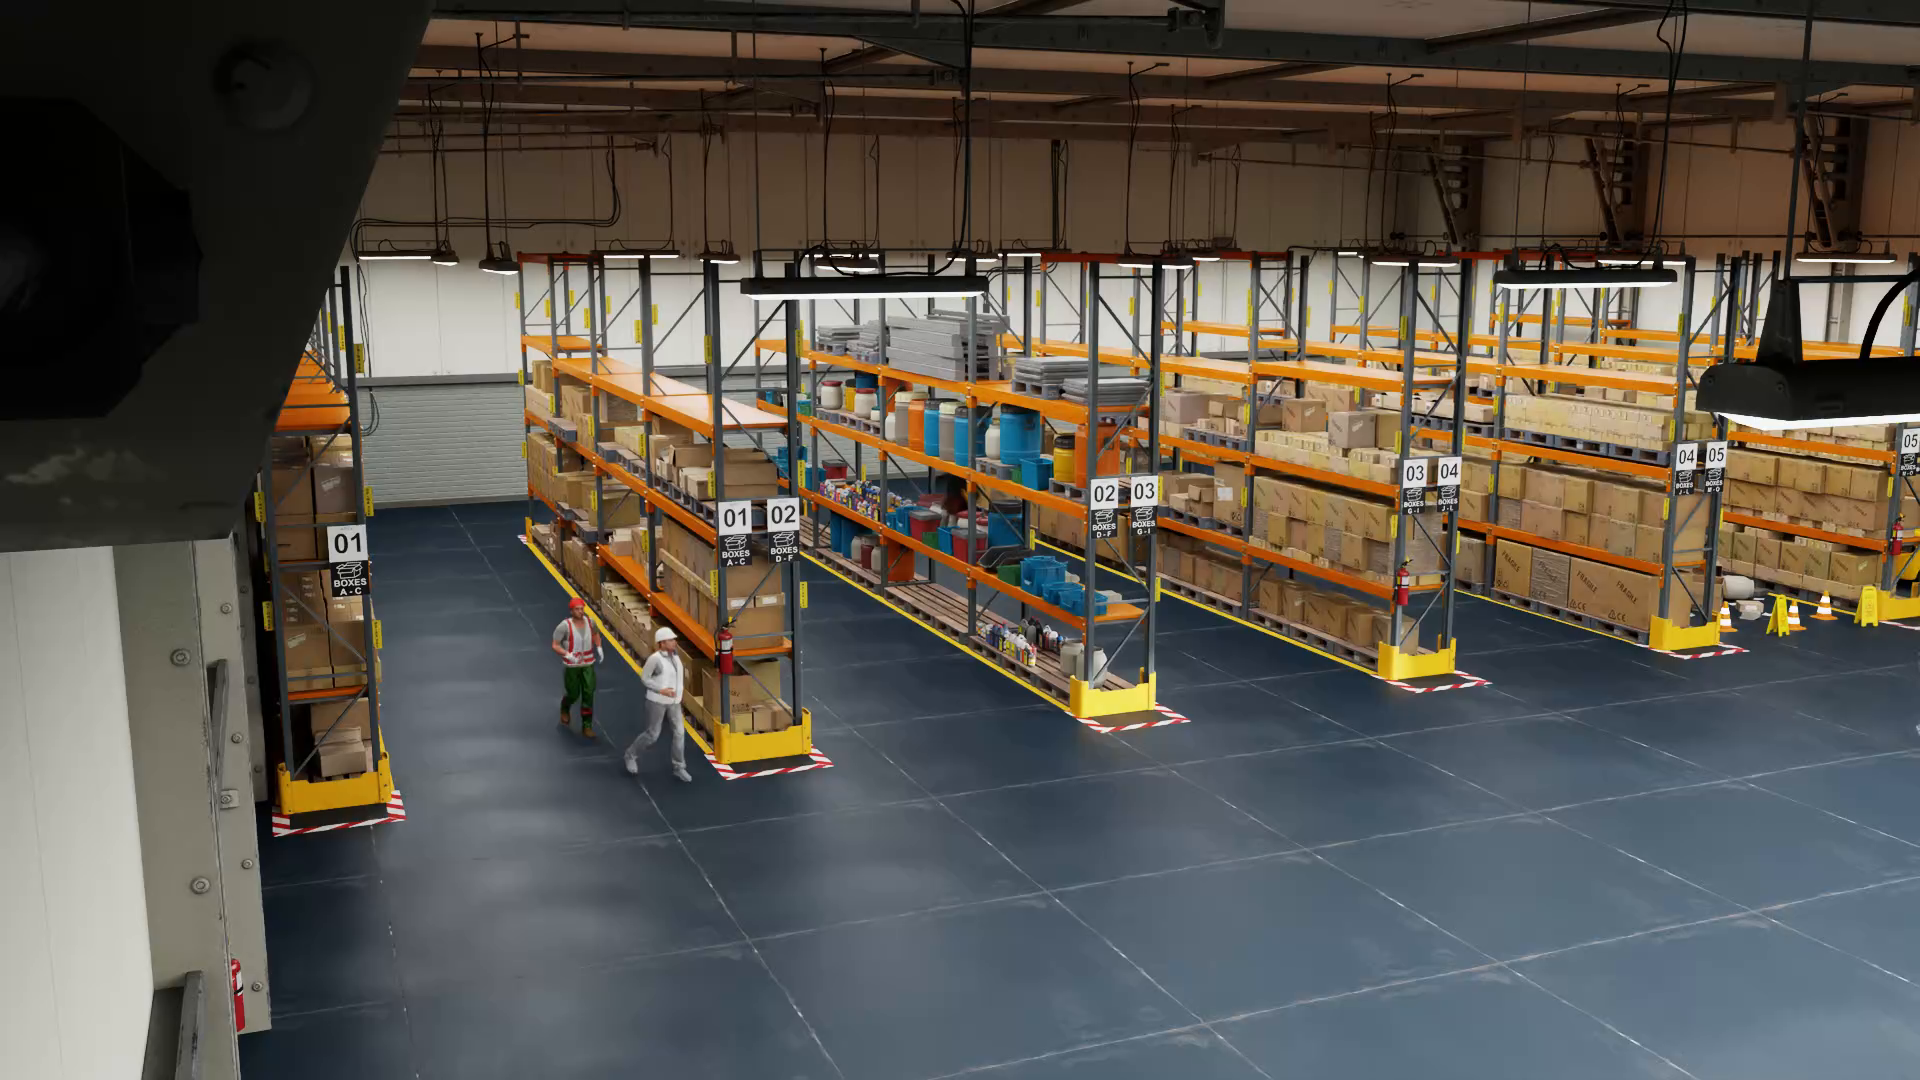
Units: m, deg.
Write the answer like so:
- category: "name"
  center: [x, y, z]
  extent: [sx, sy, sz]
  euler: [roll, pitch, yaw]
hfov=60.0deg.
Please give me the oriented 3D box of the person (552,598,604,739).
- category: "person"
  center: [-4.896, 1.605, 21.343]
  extent: [0.685, 1.790, 0.833]
  euler: [-7, 12, -33]

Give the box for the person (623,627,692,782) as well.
- category: "person"
  center: [-3.467, 1.912, 19.673]
  extent: [0.949, 1.758, 0.725]
  euler: [7, 12, 33]
